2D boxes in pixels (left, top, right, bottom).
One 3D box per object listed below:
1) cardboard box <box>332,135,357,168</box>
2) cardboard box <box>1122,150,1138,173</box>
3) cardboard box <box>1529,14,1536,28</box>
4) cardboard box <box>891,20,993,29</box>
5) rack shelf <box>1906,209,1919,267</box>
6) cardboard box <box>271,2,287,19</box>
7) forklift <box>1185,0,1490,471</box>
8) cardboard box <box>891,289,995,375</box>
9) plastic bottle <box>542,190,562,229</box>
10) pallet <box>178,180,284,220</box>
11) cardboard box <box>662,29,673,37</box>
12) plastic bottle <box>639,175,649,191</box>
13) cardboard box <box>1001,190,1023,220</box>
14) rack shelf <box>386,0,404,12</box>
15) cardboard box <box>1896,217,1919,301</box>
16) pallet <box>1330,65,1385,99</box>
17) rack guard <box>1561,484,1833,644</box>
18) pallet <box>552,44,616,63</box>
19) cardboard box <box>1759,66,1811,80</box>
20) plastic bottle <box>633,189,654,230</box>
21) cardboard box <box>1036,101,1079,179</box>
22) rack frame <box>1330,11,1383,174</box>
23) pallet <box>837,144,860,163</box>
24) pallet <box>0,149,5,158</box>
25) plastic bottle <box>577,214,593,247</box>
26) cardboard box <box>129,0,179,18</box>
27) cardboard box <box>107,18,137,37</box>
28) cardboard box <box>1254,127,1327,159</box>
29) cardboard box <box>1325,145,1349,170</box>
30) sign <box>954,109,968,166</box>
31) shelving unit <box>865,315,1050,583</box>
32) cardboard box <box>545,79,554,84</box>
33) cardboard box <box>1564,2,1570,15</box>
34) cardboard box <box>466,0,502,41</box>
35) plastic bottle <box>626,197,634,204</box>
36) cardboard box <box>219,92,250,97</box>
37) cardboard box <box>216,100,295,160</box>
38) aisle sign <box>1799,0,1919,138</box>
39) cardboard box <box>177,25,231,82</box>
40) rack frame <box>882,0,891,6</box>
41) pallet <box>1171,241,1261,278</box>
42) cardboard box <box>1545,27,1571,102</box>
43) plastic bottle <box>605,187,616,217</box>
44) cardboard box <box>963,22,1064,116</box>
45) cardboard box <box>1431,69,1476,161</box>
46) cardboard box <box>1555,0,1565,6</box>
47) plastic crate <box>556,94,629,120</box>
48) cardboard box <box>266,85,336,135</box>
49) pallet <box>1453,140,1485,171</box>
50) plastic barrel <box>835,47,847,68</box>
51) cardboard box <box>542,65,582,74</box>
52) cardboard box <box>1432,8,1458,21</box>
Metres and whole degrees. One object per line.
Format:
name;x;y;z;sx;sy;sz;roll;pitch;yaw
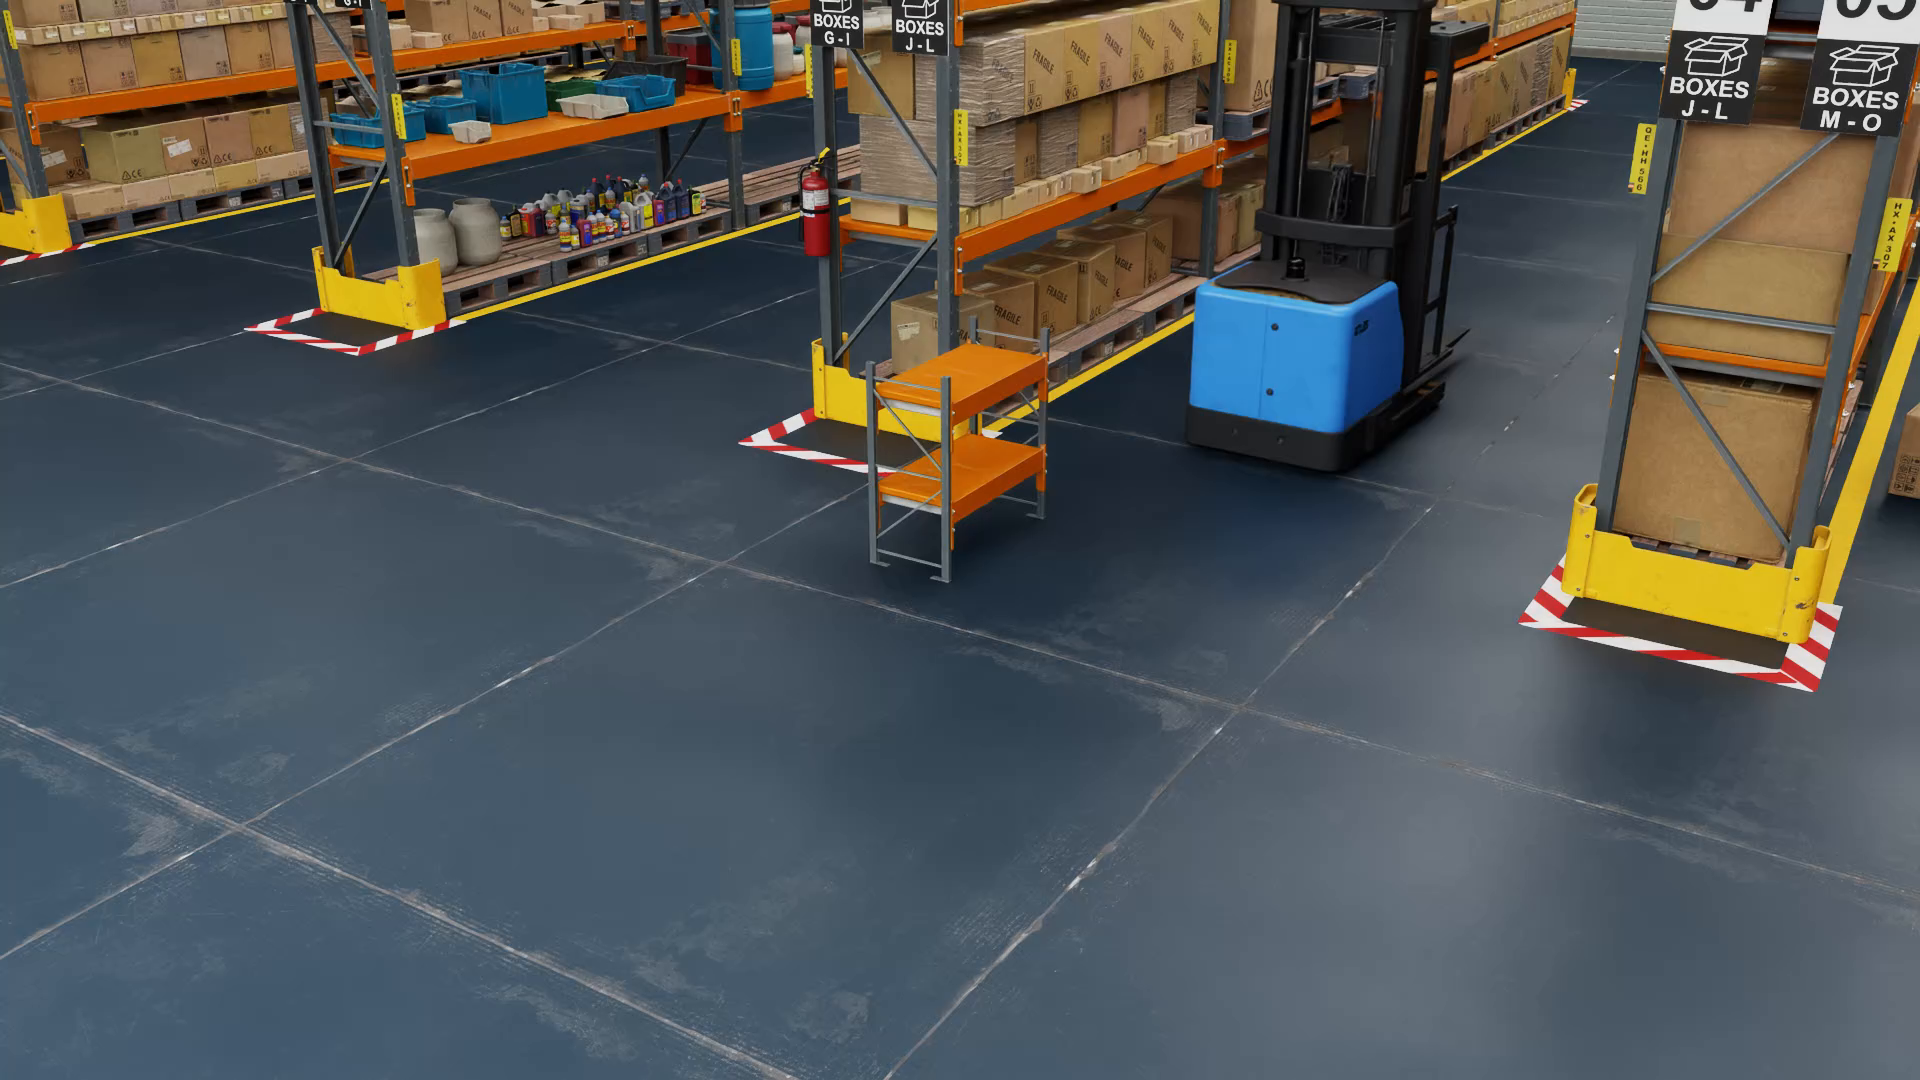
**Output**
cardboard box;-6.822;-4.279;18.291;0.500;0.250;0.500;14;27;29
cardboard box;1.086;-2.812;12.287;0.380;0.149;0.250;14;27;29
cardboard box;6.993;-6.526;20.865;0.380;0.149;0.250;14;27;30
cardboard box;-0.120;-3.172;11.042;0.500;0.500;0.500;14;27;29
rack shelf;6.867;-2.745;12.720;1.077;0.370;4.000;14;27;29
cardboard box;-7.130;-5.497;17.229;0.380;0.149;0.250;14;27;29
forklift;2.663;-2.293;10.856;1.130;2.935;3.031;15;27;31
cardboard box;-0.115;-1.376;11.271;0.500;0.500;0.500;20;30;38
plastic bottle;-3.757;-3.042;15.282;0.144;0.351;0.185;15;28;31
pallet;-7.860;-3.598;17.295;1.003;0.211;1.213;14;27;29
cardboard box;-5.456;-9.087;29.083;0.700;0.500;0.500;13;27;27
plastic bottle;-3.097;-3.445;16.313;0.097;0.271;0.097;0;23;0
cardboard box;0.187;-2.216;10.909;0.380;0.149;0.250;14;27;29
rack shelf;-7.808;-8.282;25.511;1.077;0.370;4.000;14;27;29
cardboard box;7.066;-2.428;13.385;1.050;0.750;0.750;14;27;30
pallet;3.476;-4.472;16.047;1.213;0.211;1.003;14;27;29
rack guard;3.689;0.106;8.377;1.175;0.500;0.348;14;27;29
pallet;-6.286;-8.248;28.037;1.003;0.211;1.213;14;27;29
cardboard box;4.722;-2.303;9.246;0.875;0.550;0.500;14;27;29
plastic bottle;-2.923;-3.046;15.291;0.144;0.351;0.185;14;27;29
cardboard box;0.317;-2.839;11.532;0.875;0.500;0.500;14;27;29
rack frame;3.761;-4.823;16.616;1.000;3.000;0.127;14;27;29
pallet;-0.888;-4.328;18.982;1.003;0.211;1.213;14;27;29
pallet;-11.940;-4.660;19.749;1.003;0.211;1.213;14;27;29
plastic bottle;-3.310;-2.736;14.659;0.061;0.283;0.133;14;27;30
cardboard box;-8.050;-5.363;16.105;0.700;0.500;0.500;14;27;29
cardboard box;-8.078;-4.890;15.827;0.380;0.149;0.250;13;27;28
cardboard box;3.162;-3.809;15.921;0.500;0.250;0.500;17;29;35
cardboard box;3.425;-3.648;16.493;0.700;0.500;0.500;12;26;26
sign;0.003;-2.407;9.944;0.100;0.325;0.005;14;27;29
shelving unit;0.004;-0.518;9.032;0.538;1.125;1.048;14;27;29
cardboard box;-5.257;-5.514;20.438;0.500;0.311;0.500;14;27;29
cardboard box;7.938;-7.131;22.262;0.380;0.149;0.250;14;27;29
cardboard box;-5.802;-6.199;19.668;0.500;0.500;0.500;14;27;29
plastic bottle;-3.023;-3.028;15.334;0.061;0.283;0.133;14;27;29
cardboard box;-10.065;-6.243;22.487;0.700;0.500;0.500;14;27;30
cardboard box;-7.356;-4.287;17.366;0.500;0.500;0.500;14;27;29
aisle sign;3.919;-2.156;7.182;0.394;0.787;0.004;14;27;29
cardboard box;-7.801;-4.924;16.723;0.700;0.500;0.500;15;27;31
rack frame;-0.446;-5.861;19.014;1.000;3.000;0.127;14;27;29
pallet;2.061;-2.457;14.659;1.003;0.211;1.213;14;27;29
cardboard box;7.712;-6.508;22.654;0.875;0.875;0.875;14;27;29
plastic bottle;-3.309;-3.201;15.750;0.097;0.271;0.097;0;23;0
cardboard box;0.333;-3.060;10.784;0.500;0.500;0.500;14;27;29
cardboard box;5.080;-4.869;18.867;1.225;0.875;0.875;13;27;27
cardboard box;7.683;-7.201;21.922;0.500;0.250;0.500;13;27;28
plastic crate;-3.198;-3.789;14.559;0.530;0.136;0.437;14;27;29
cardboard box;-7.273;-4.735;18.400;0.500;0.500;0.500;14;27;29
pallet;5.528;-4.617;19.650;1.003;0.211;1.213;14;27;29
plastic barrel;-1.250;-5.244;17.417;0.433;0.535;0.433;0;23;0
cardboard box;-5.178;-5.974;21.499;0.500;0.311;0.500;15;28;31
cardboard box;5.052;-5.493;18.036;0.500;0.500;0.500;14;27;29
